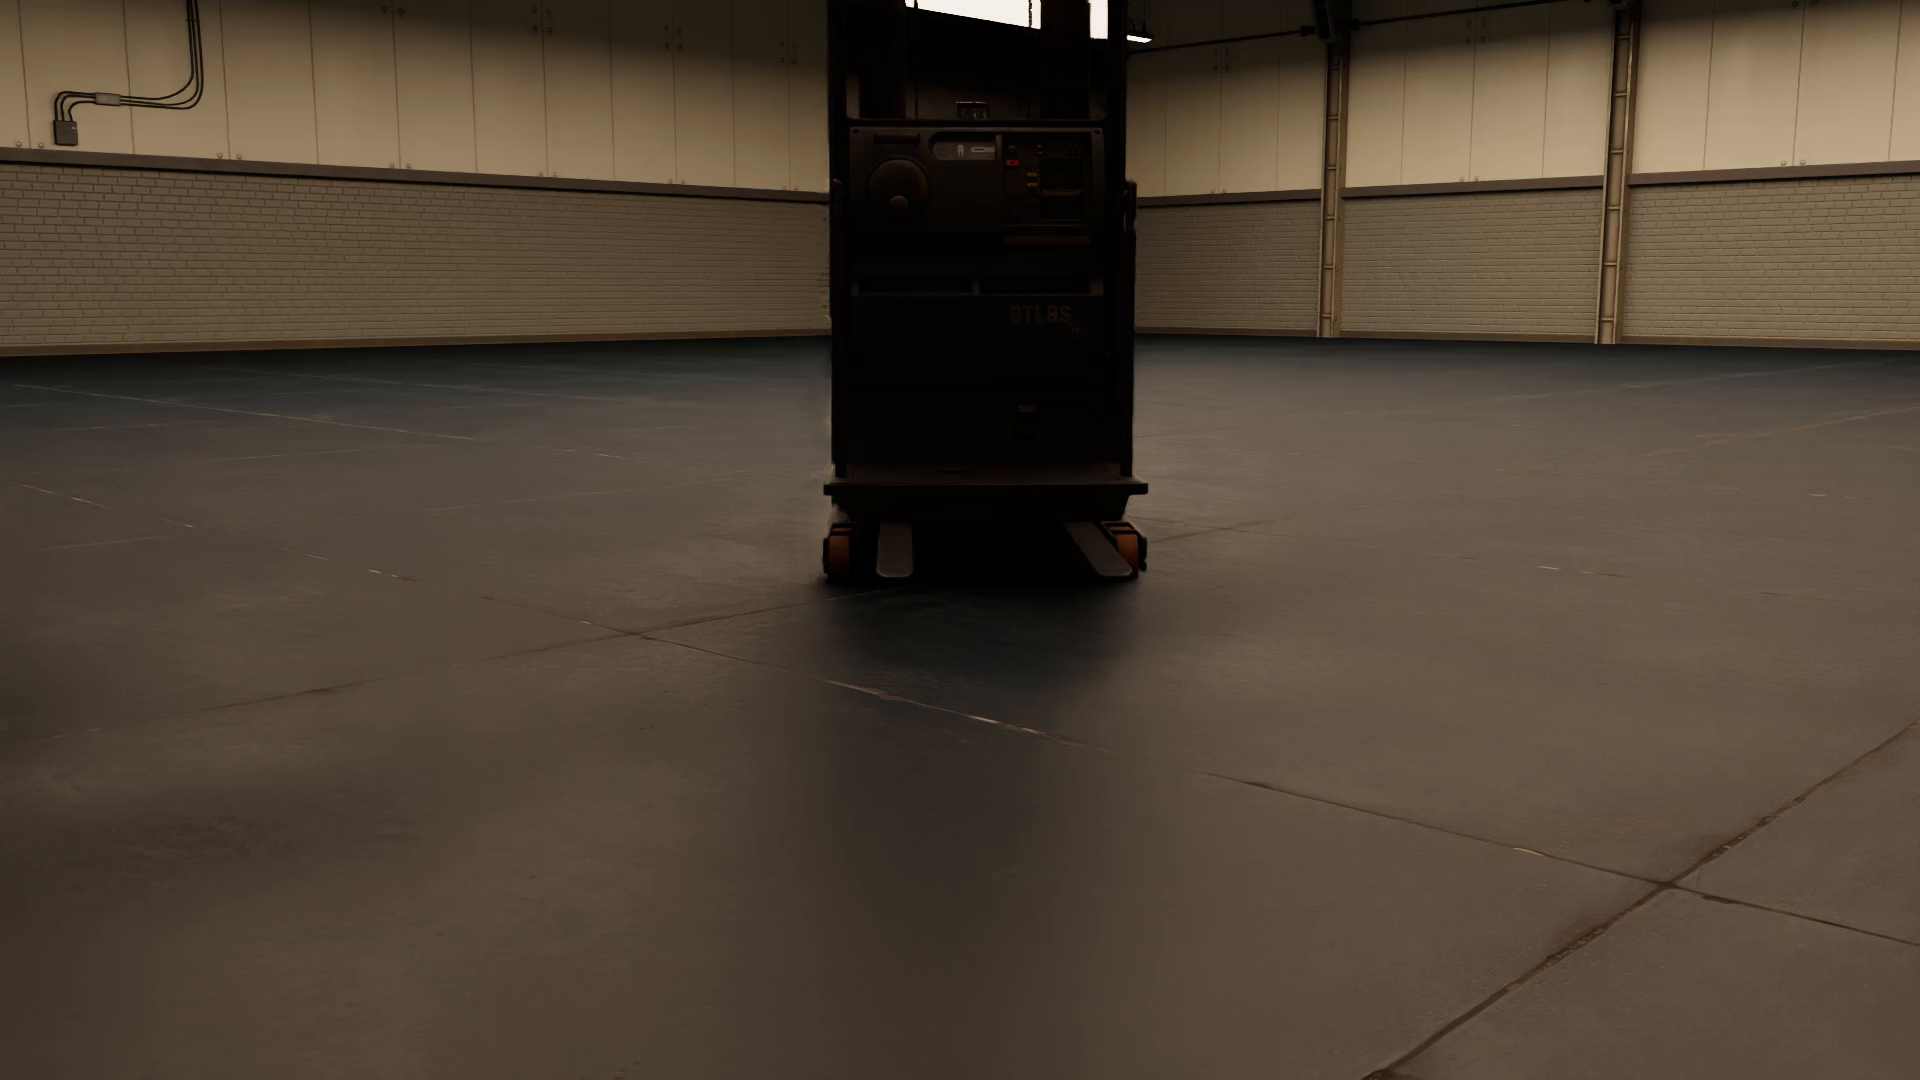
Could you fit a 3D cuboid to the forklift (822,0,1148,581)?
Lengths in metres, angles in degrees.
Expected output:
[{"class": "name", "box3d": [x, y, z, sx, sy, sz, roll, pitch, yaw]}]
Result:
[{"class": "forklift", "box3d": [0.072, -1.353, 5.857, 1.130, 2.935, 3.031, 0, 9, -2]}]
